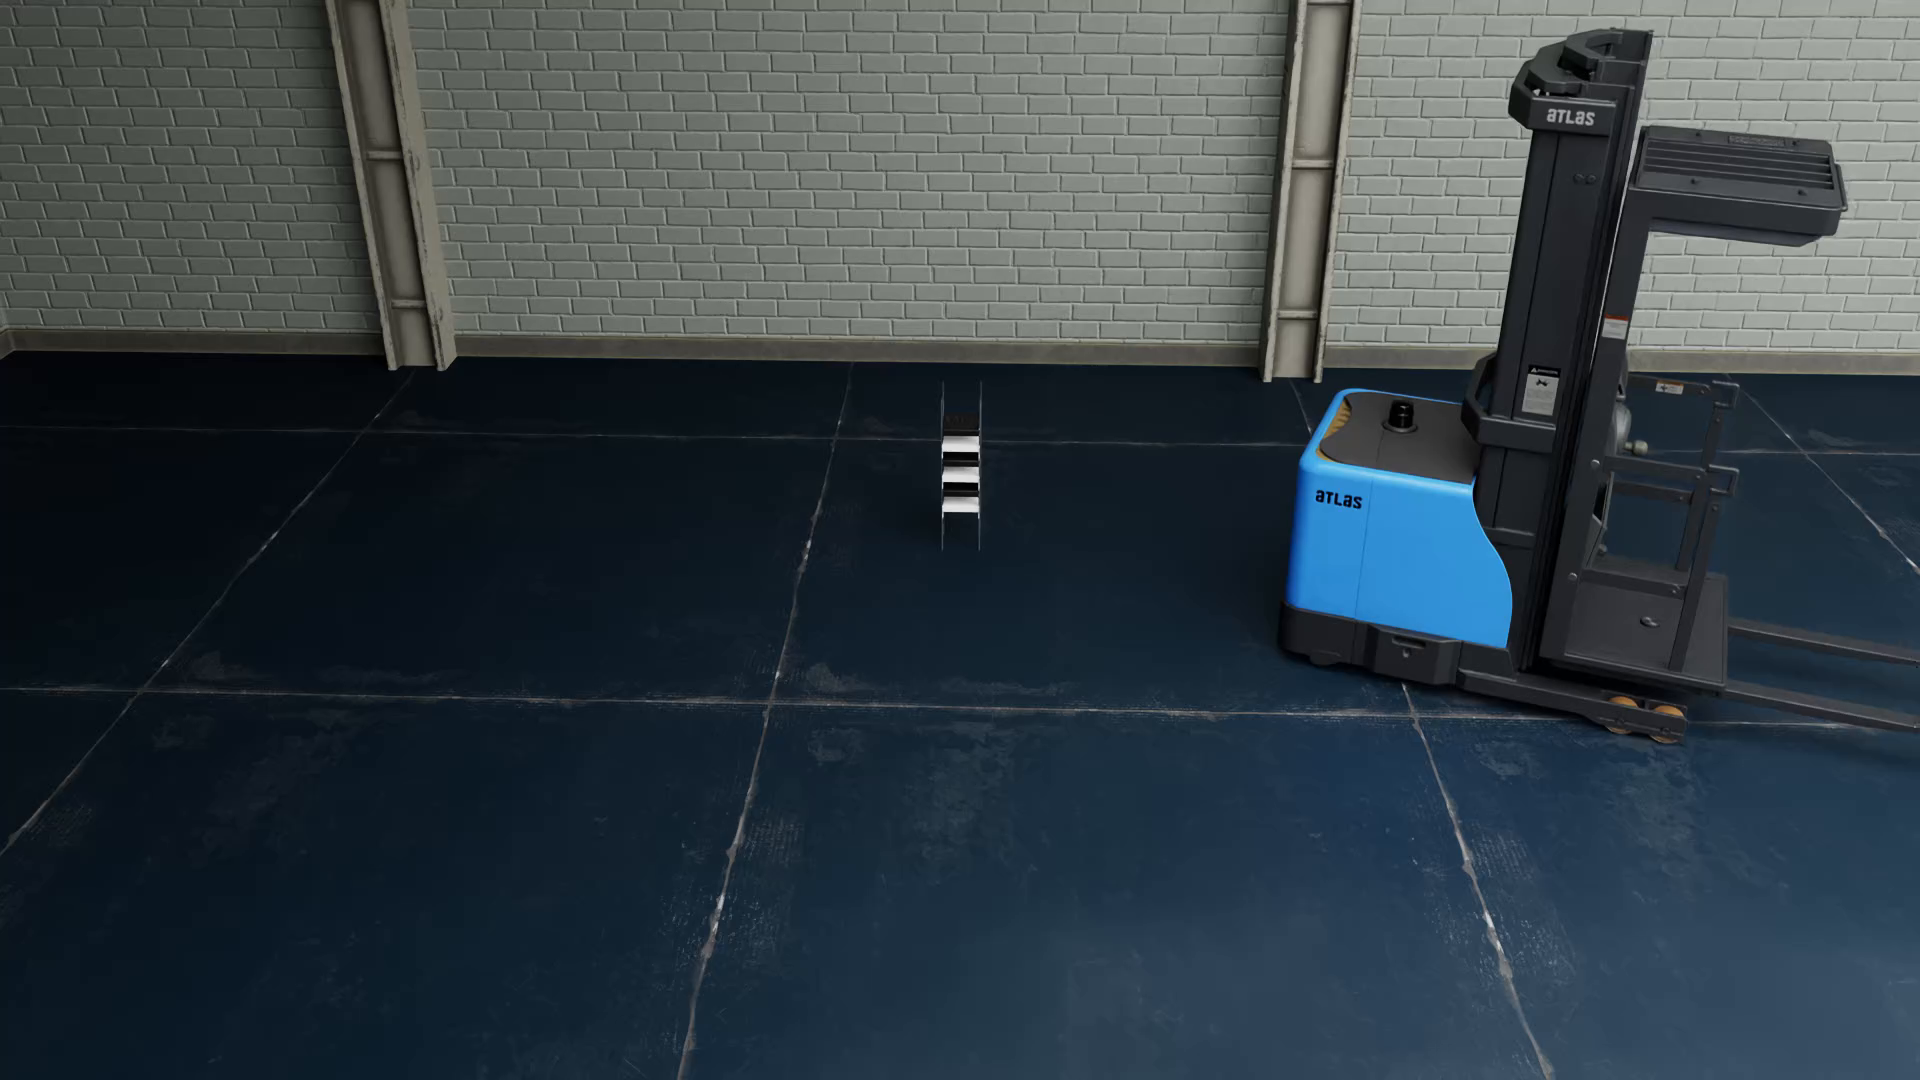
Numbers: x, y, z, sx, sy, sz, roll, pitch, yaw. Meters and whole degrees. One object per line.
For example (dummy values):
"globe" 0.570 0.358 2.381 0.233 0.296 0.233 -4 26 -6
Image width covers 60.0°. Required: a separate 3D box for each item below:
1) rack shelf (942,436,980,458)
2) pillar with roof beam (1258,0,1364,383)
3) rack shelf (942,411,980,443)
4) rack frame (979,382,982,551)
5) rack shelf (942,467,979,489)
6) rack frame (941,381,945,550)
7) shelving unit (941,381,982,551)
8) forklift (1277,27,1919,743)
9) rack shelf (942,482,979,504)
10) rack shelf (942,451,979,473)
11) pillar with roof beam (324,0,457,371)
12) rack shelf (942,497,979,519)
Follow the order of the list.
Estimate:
"rack shelf" 0.008 -0.527 8.970 0.200 0.077 0.258 1 28 2
"pillar with roof beam" 2.105 -3.102 5.493 0.400 9.000 9.100 1 28 2
"rack shelf" 0.008 -0.607 8.928 0.200 0.077 0.258 1 28 2
"rack frame" 0.110 -0.396 9.036 0.006 0.900 0.240 1 28 2
"rack shelf" 0.008 -0.368 9.055 0.200 0.077 0.258 1 28 2
"rack frame" -0.094 -0.399 9.042 0.006 0.900 0.240 1 28 2
"shelving unit" 0.008 -0.397 9.039 0.210 0.900 0.258 1 28 2
"forklift" 3.124 -0.660 7.365 3.031 2.935 1.130 11 30 20
"rack shelf" 0.008 -0.288 9.097 0.200 0.077 0.258 1 28 2
"rack shelf" 0.008 -0.448 9.012 0.200 0.077 0.258 1 28 2
"pillar with roof beam" -3.892 -3.201 5.680 0.400 9.000 9.100 1 28 2
"rack shelf" 0.008 -0.209 9.139 0.200 0.077 0.258 1 28 2
